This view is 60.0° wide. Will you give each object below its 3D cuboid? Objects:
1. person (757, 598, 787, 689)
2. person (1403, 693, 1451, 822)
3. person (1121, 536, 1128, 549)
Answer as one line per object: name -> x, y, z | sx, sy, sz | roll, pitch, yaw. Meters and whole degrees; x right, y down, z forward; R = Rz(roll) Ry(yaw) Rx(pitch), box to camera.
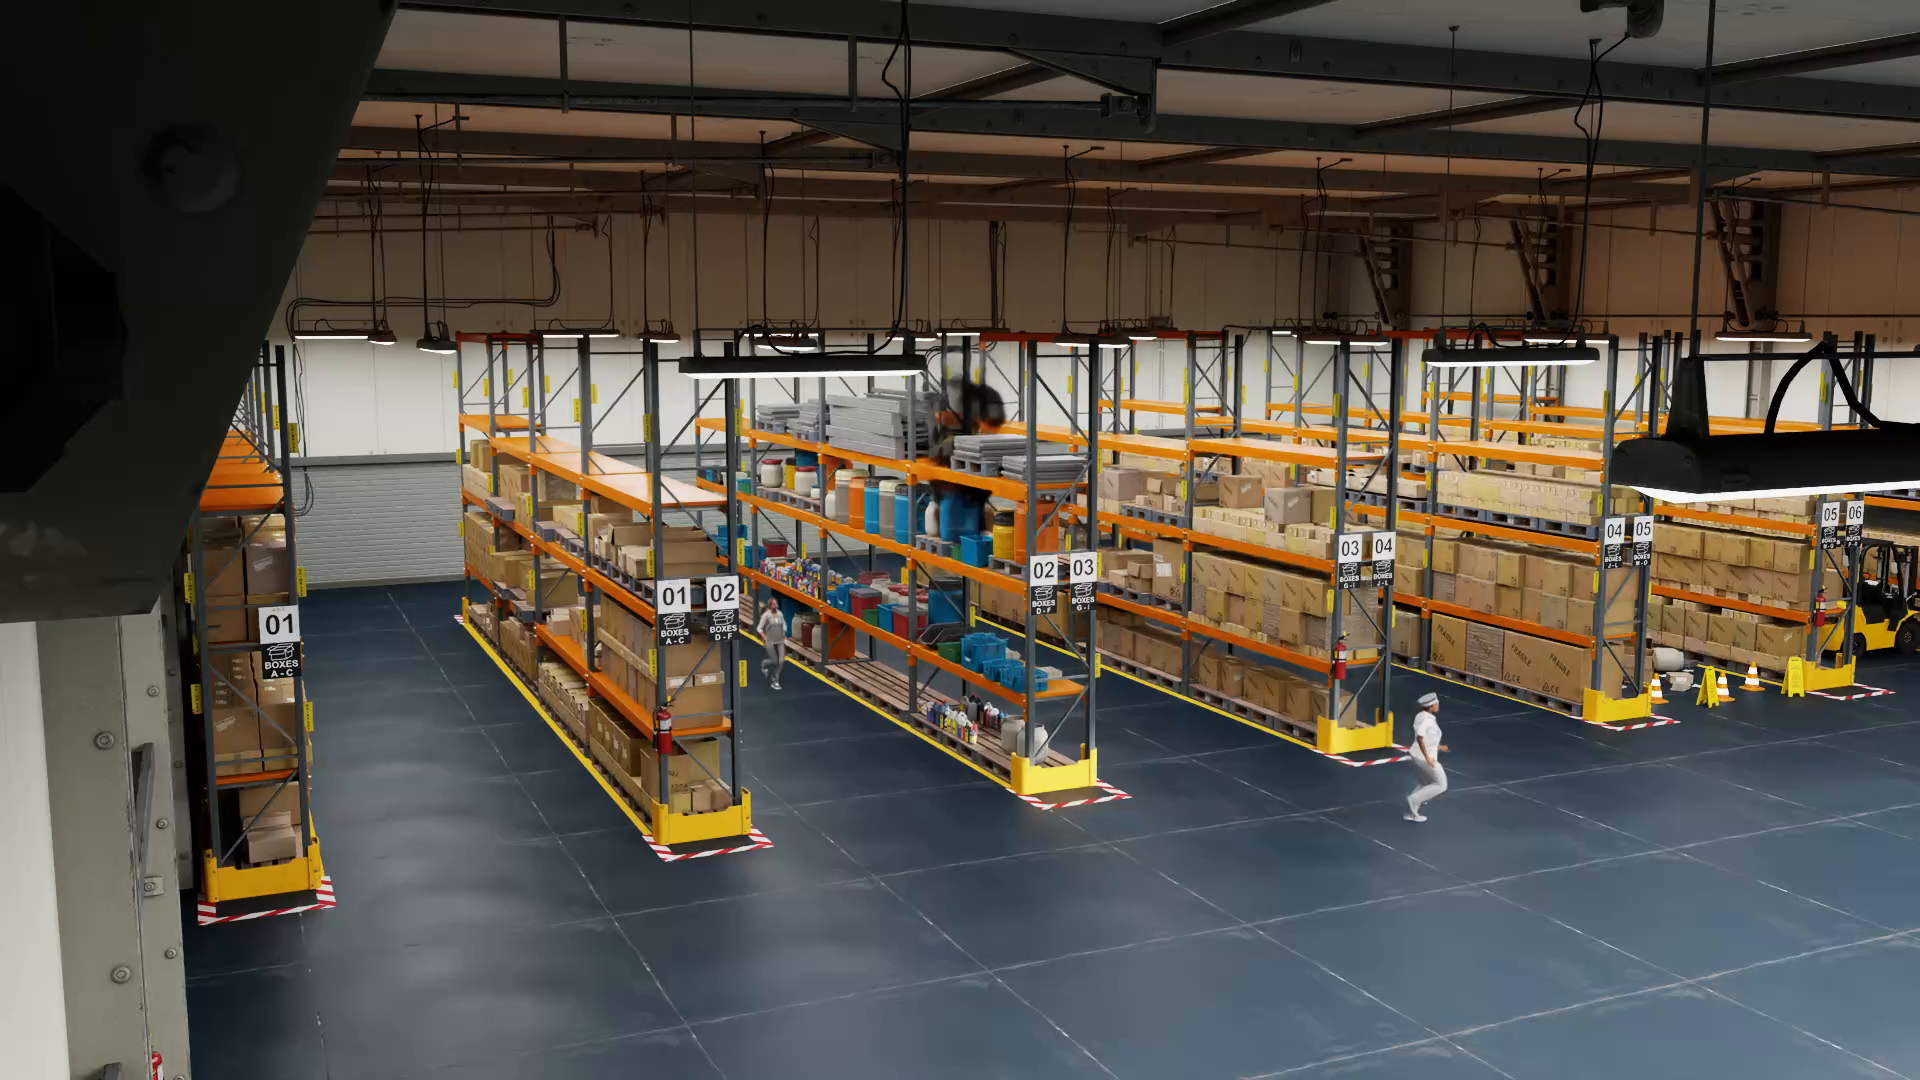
person -> -3.192, 1.751, 28.385 | 0.537, 1.558, 0.549 | -5, 9, -31
person -> 5.881, 2.723, 20.831 | 0.589, 1.646, 0.558 | 0, 8, -1
person -> 4.112, -0.116, 41.807 | 0.584, 1.647, 0.697 | 2, 8, 13
